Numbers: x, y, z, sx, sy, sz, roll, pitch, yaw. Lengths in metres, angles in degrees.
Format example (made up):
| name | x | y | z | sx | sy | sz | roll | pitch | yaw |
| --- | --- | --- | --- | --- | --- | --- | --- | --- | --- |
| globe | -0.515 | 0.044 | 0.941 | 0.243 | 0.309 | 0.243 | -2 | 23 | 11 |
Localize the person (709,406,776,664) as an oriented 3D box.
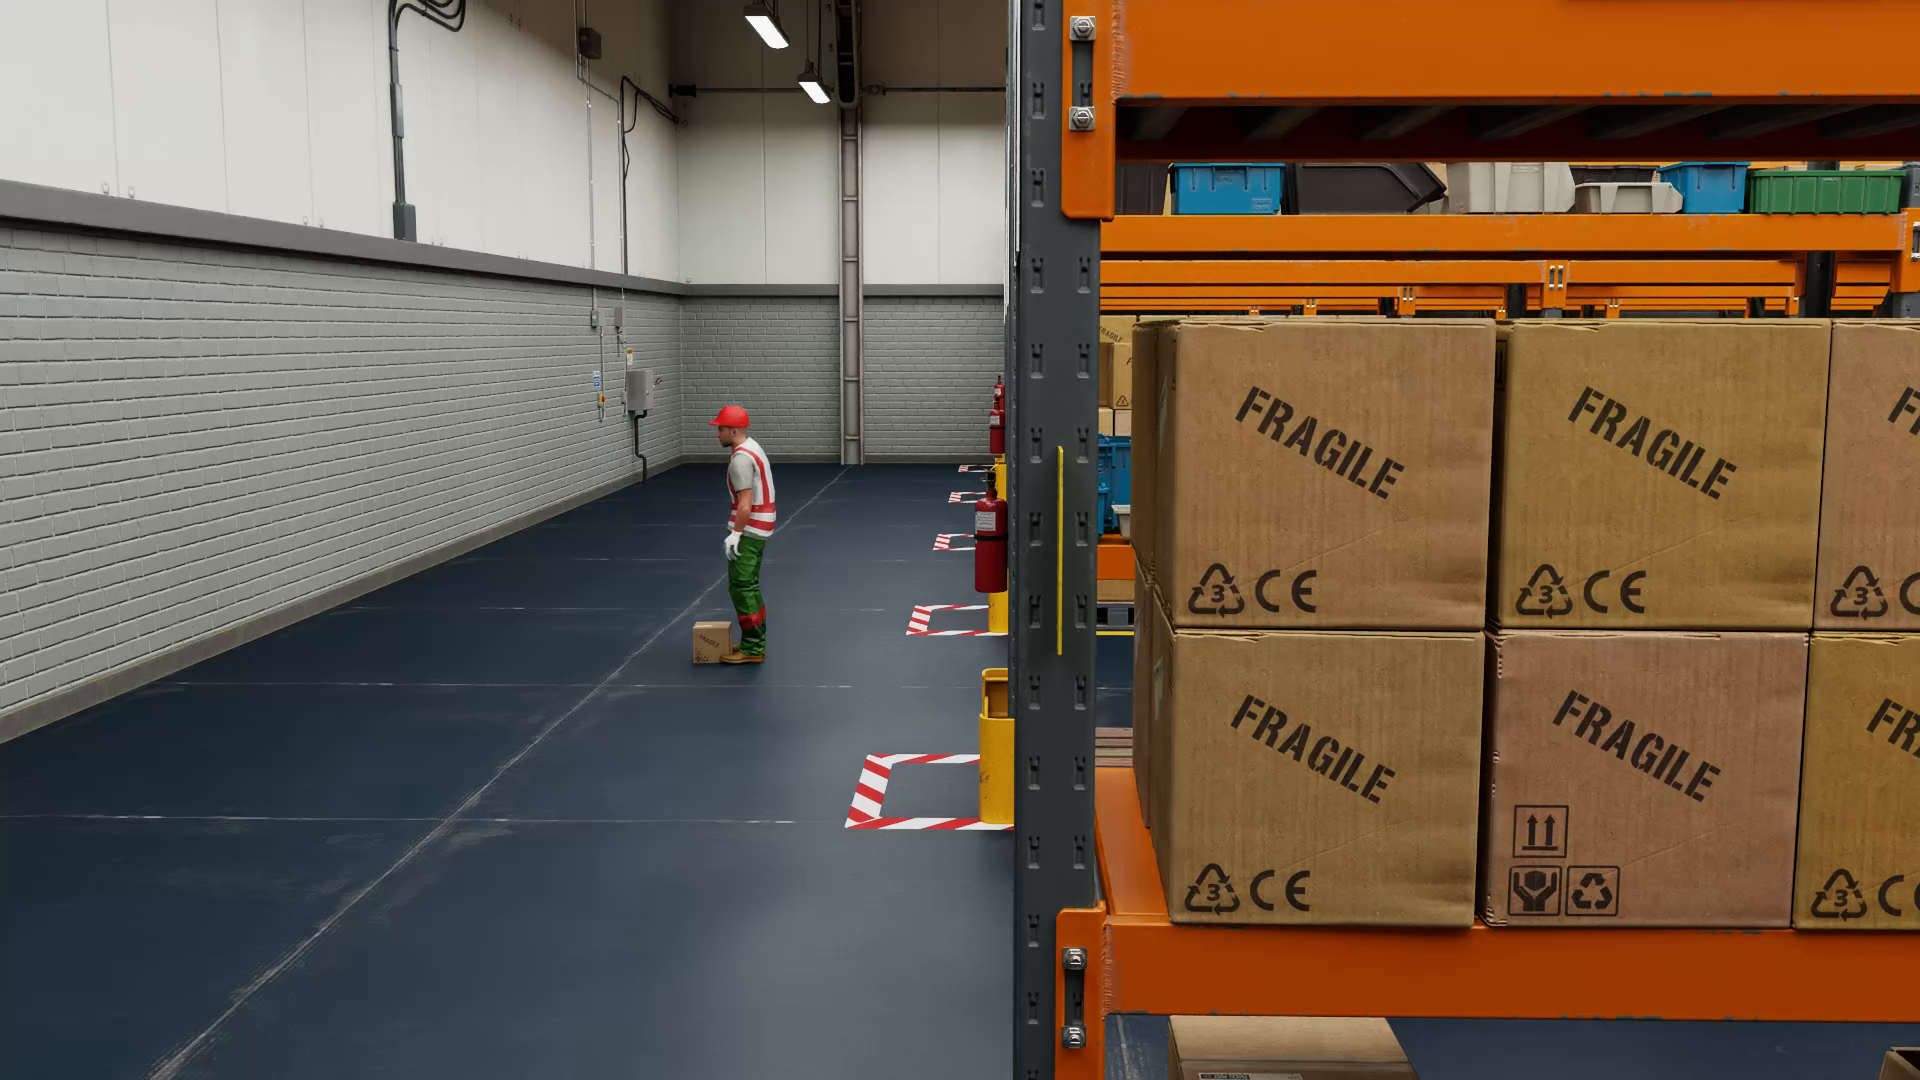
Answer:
| name | x | y | z | sx | sy | sz | roll | pitch | yaw |
| --- | --- | --- | --- | --- | --- | --- | --- | --- | --- |
| person | -1.502 | -0.042 | 11.535 | 0.448 | 1.780 | 0.609 | 0 | 7 | 2 |
